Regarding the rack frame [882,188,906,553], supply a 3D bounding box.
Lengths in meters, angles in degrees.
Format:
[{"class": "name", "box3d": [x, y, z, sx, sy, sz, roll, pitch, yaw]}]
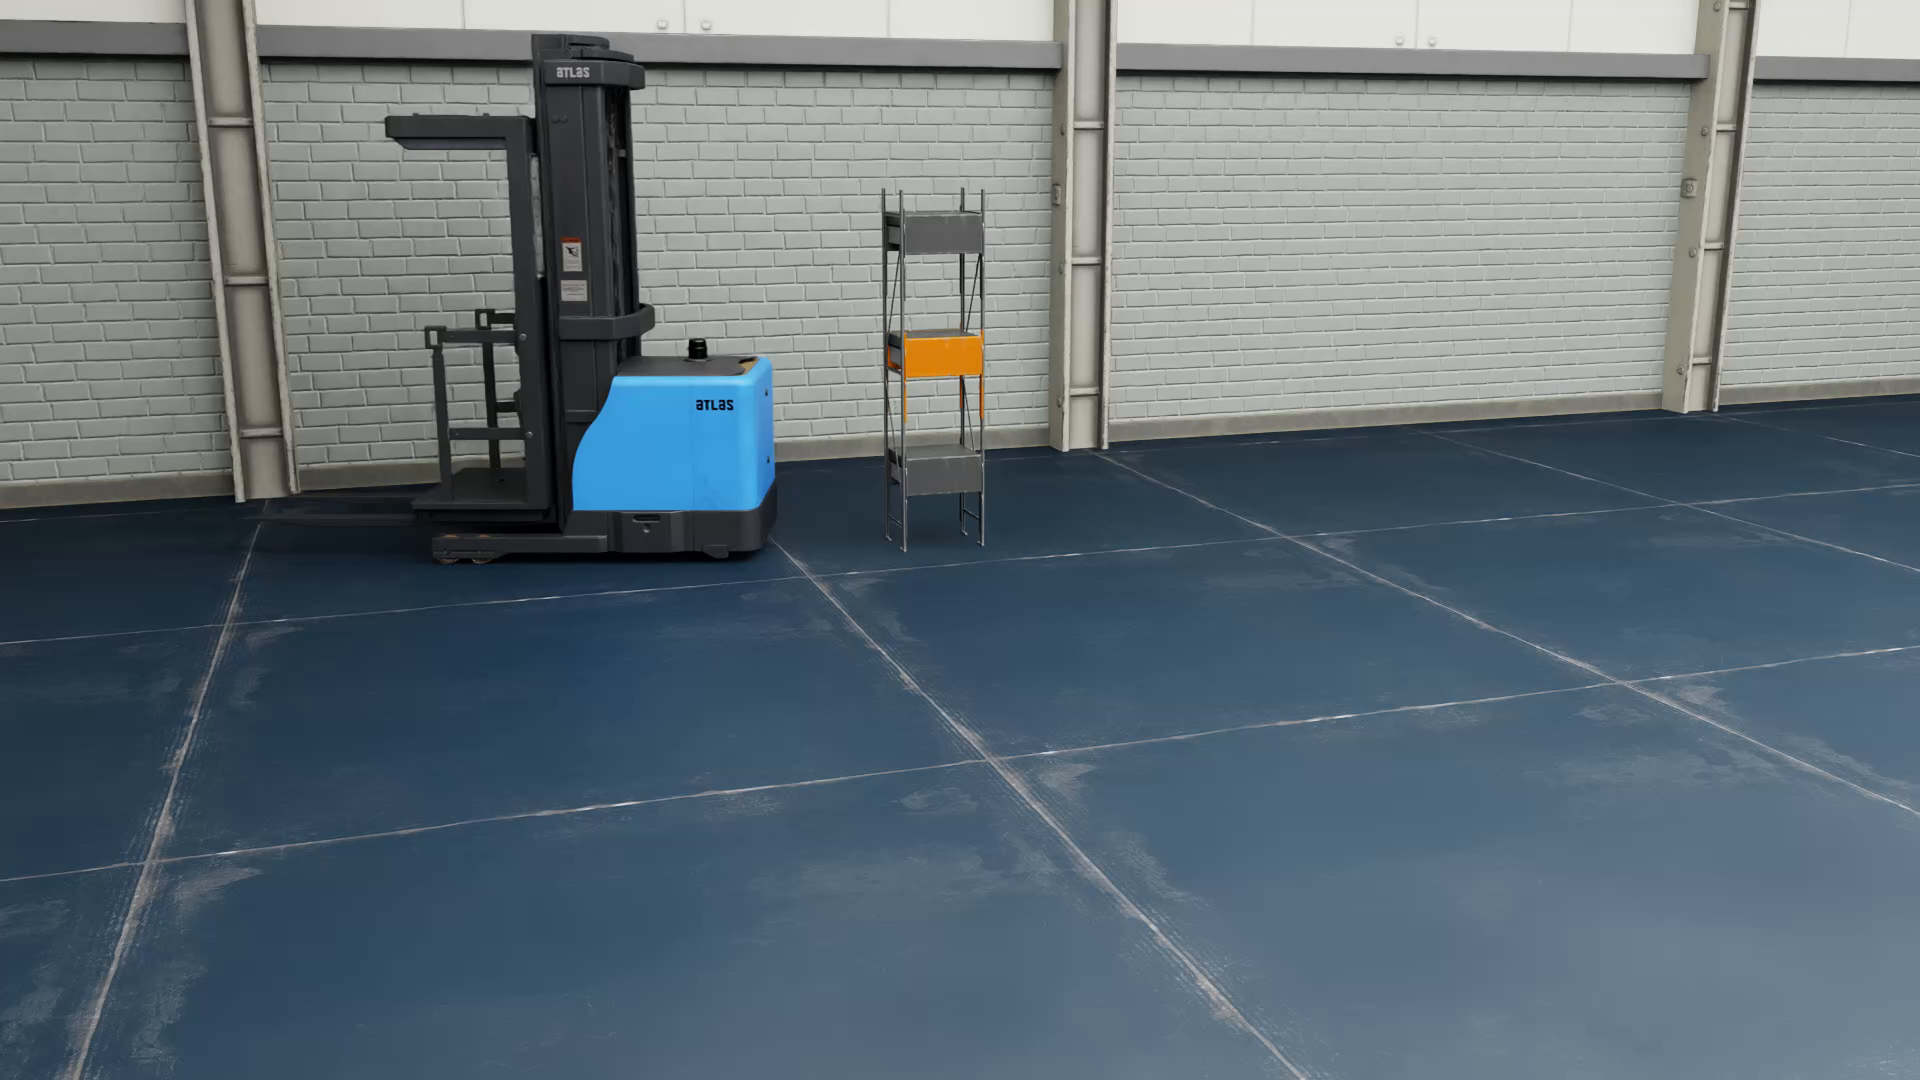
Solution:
[{"class": "rack frame", "box3d": [-0.388, -0.991, 9.773, 0.015, 2.100, 0.400, -4, 14, -18]}]

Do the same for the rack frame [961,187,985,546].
[{"class": "rack frame", "box3d": [0.074, -1.027, 9.924, 0.015, 2.100, 0.400, -4, 14, -18]}]

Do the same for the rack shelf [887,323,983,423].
[{"class": "rack shelf", "box3d": [-0.157, -0.996, 9.852, 0.480, 0.518, 0.431, -4, 14, -18]}]

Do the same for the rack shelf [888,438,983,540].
[{"class": "rack shelf", "box3d": [-0.157, -0.315, 10.014, 0.480, 0.518, 0.431, -4, 14, -18]}]

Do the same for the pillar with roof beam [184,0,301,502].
[{"class": "pillar with roof beam", "box3d": [-3.371, -3.735, 6.399, 0.400, 9.000, 9.100, -4, 14, -18]}]

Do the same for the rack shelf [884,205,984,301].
[{"class": "rack shelf", "box3d": [-0.157, -1.677, 9.690, 0.480, 0.518, 0.431, -4, 14, -18]}]

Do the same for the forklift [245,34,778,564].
[{"class": "forklift", "box3d": [-2.663, -1.412, 9.744, 3.031, 2.935, 1.130, 0, 13, 0]}]

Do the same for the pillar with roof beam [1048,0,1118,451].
[{"class": "pillar with roof beam", "box3d": [2.316, -4.178, 8.261, 0.400, 9.000, 9.100, -4, 14, -18]}]

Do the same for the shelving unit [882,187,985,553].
[{"class": "shelving unit", "box3d": [-0.157, -1.009, 9.848, 0.503, 2.100, 0.431, -4, 14, -18]}]

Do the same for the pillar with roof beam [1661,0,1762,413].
[{"class": "pillar with roof beam", "box3d": [8.002, -4.621, 10.123, 0.400, 9.000, 9.100, -4, 14, -18]}]
